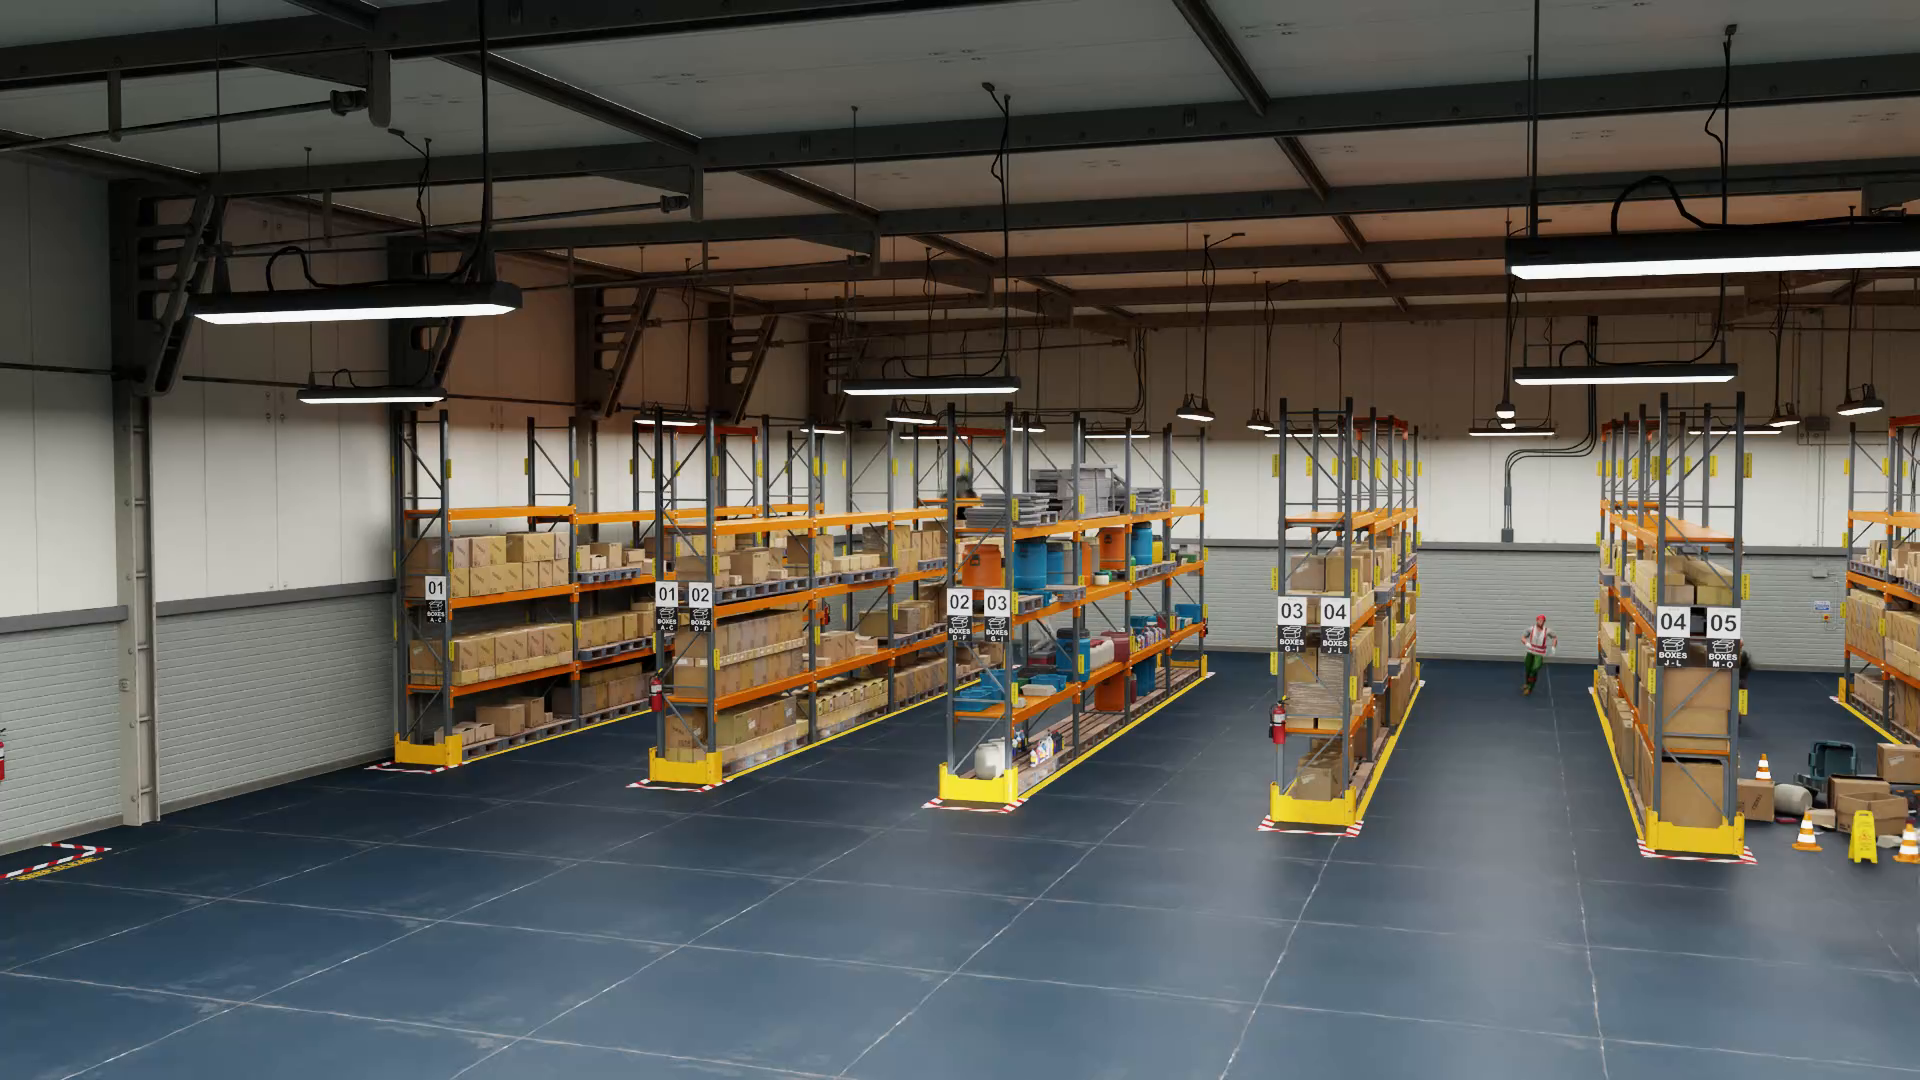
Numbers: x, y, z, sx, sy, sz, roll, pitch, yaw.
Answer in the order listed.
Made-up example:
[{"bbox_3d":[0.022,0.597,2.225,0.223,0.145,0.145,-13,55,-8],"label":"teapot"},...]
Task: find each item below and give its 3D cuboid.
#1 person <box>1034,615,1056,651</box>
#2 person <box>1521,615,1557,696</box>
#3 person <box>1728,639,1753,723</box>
[{"bbox_3d":[2.110,2.151,42.300,0.521,1.584,0.569,2,3,36],"label":"person"},{"bbox_3d":[12.807,2.534,36.879,0.762,1.781,0.871,1,3,29],"label":"person"},{"bbox_3d":[15.281,2.746,32.815,0.669,1.683,0.618,1,3,17],"label":"person"}]
